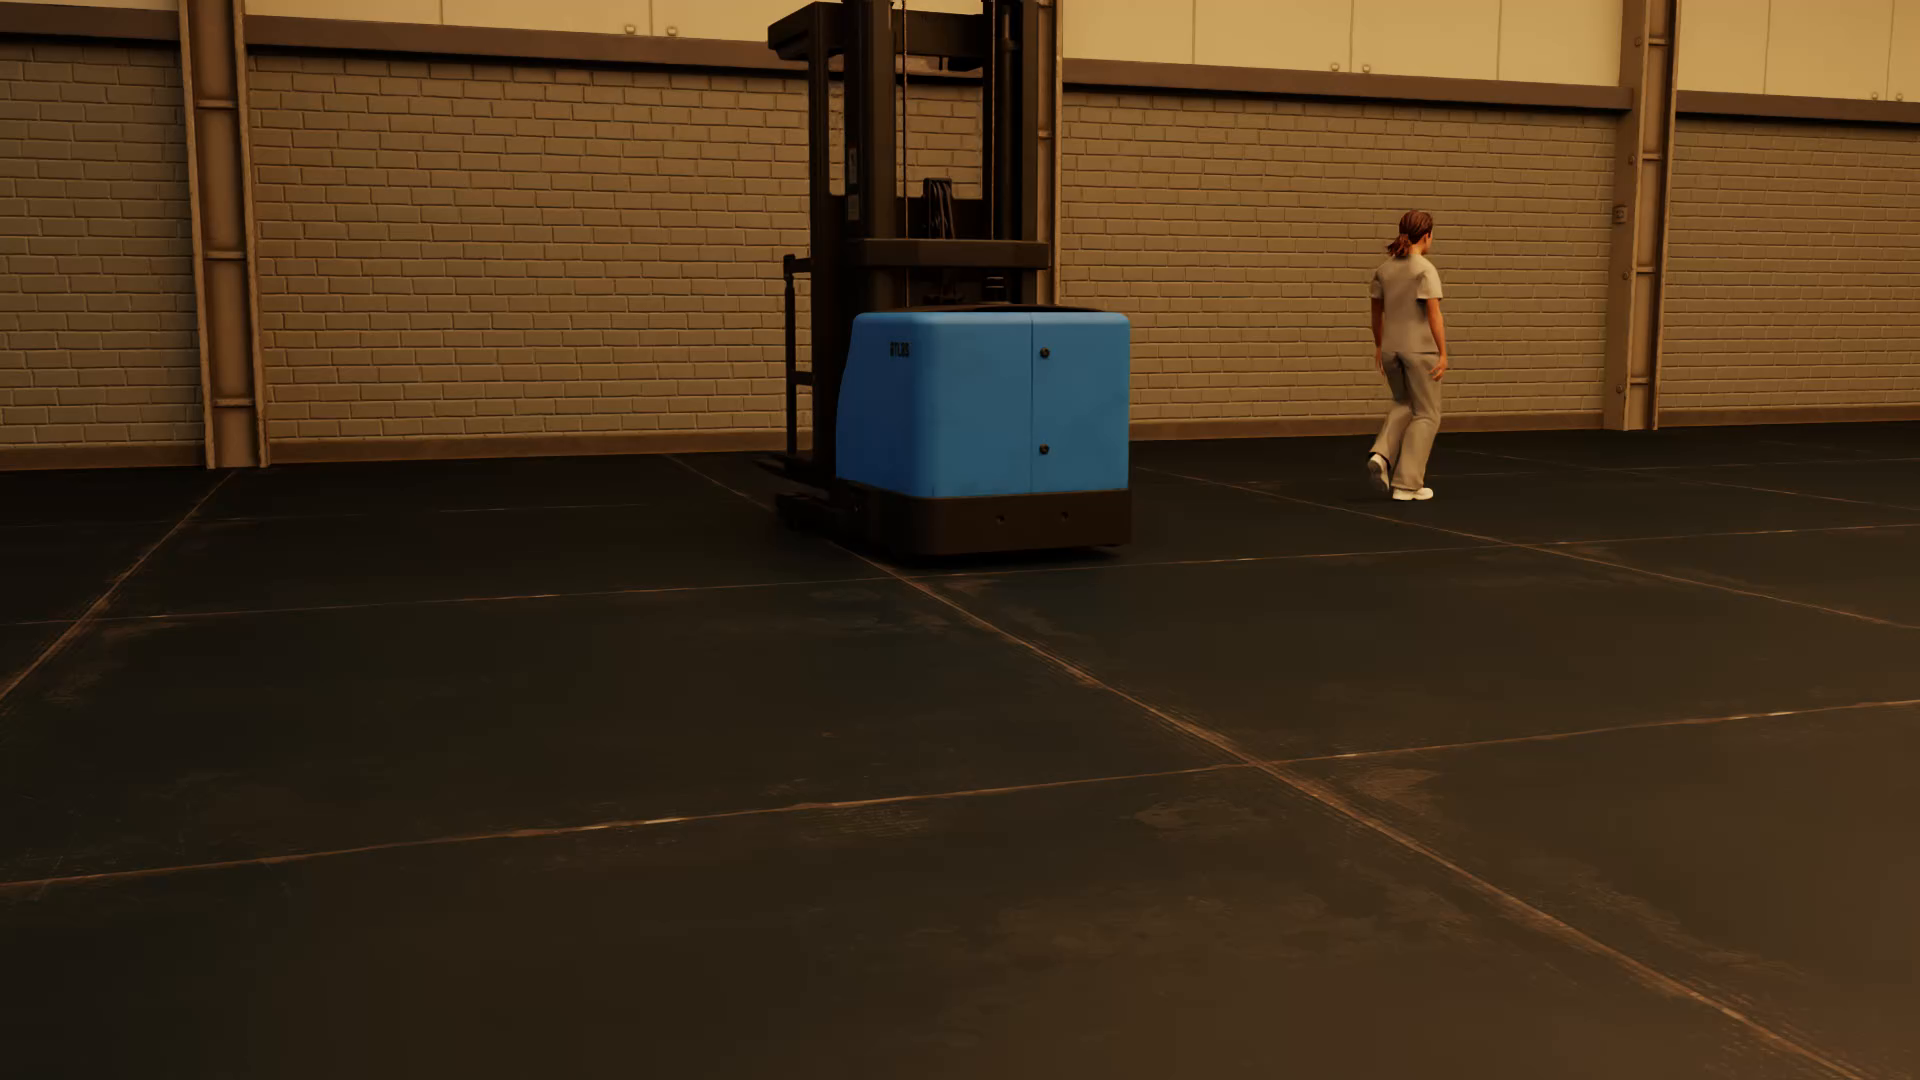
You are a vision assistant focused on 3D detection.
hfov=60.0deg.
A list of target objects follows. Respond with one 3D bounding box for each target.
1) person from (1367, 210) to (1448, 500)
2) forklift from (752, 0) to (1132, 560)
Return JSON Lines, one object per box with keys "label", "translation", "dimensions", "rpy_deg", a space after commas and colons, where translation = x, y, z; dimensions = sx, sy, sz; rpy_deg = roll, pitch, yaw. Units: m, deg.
{"label": "person", "translation": [2.625, -1.064, 9.613], "dimensions": [0.464, 1.655, 0.578], "rpy_deg": [-6, 9, -35]}
{"label": "forklift", "translation": [-0.296, -1.527, 8.275], "dimensions": [1.130, 2.935, 3.031], "rpy_deg": [-3, 8, -23]}
